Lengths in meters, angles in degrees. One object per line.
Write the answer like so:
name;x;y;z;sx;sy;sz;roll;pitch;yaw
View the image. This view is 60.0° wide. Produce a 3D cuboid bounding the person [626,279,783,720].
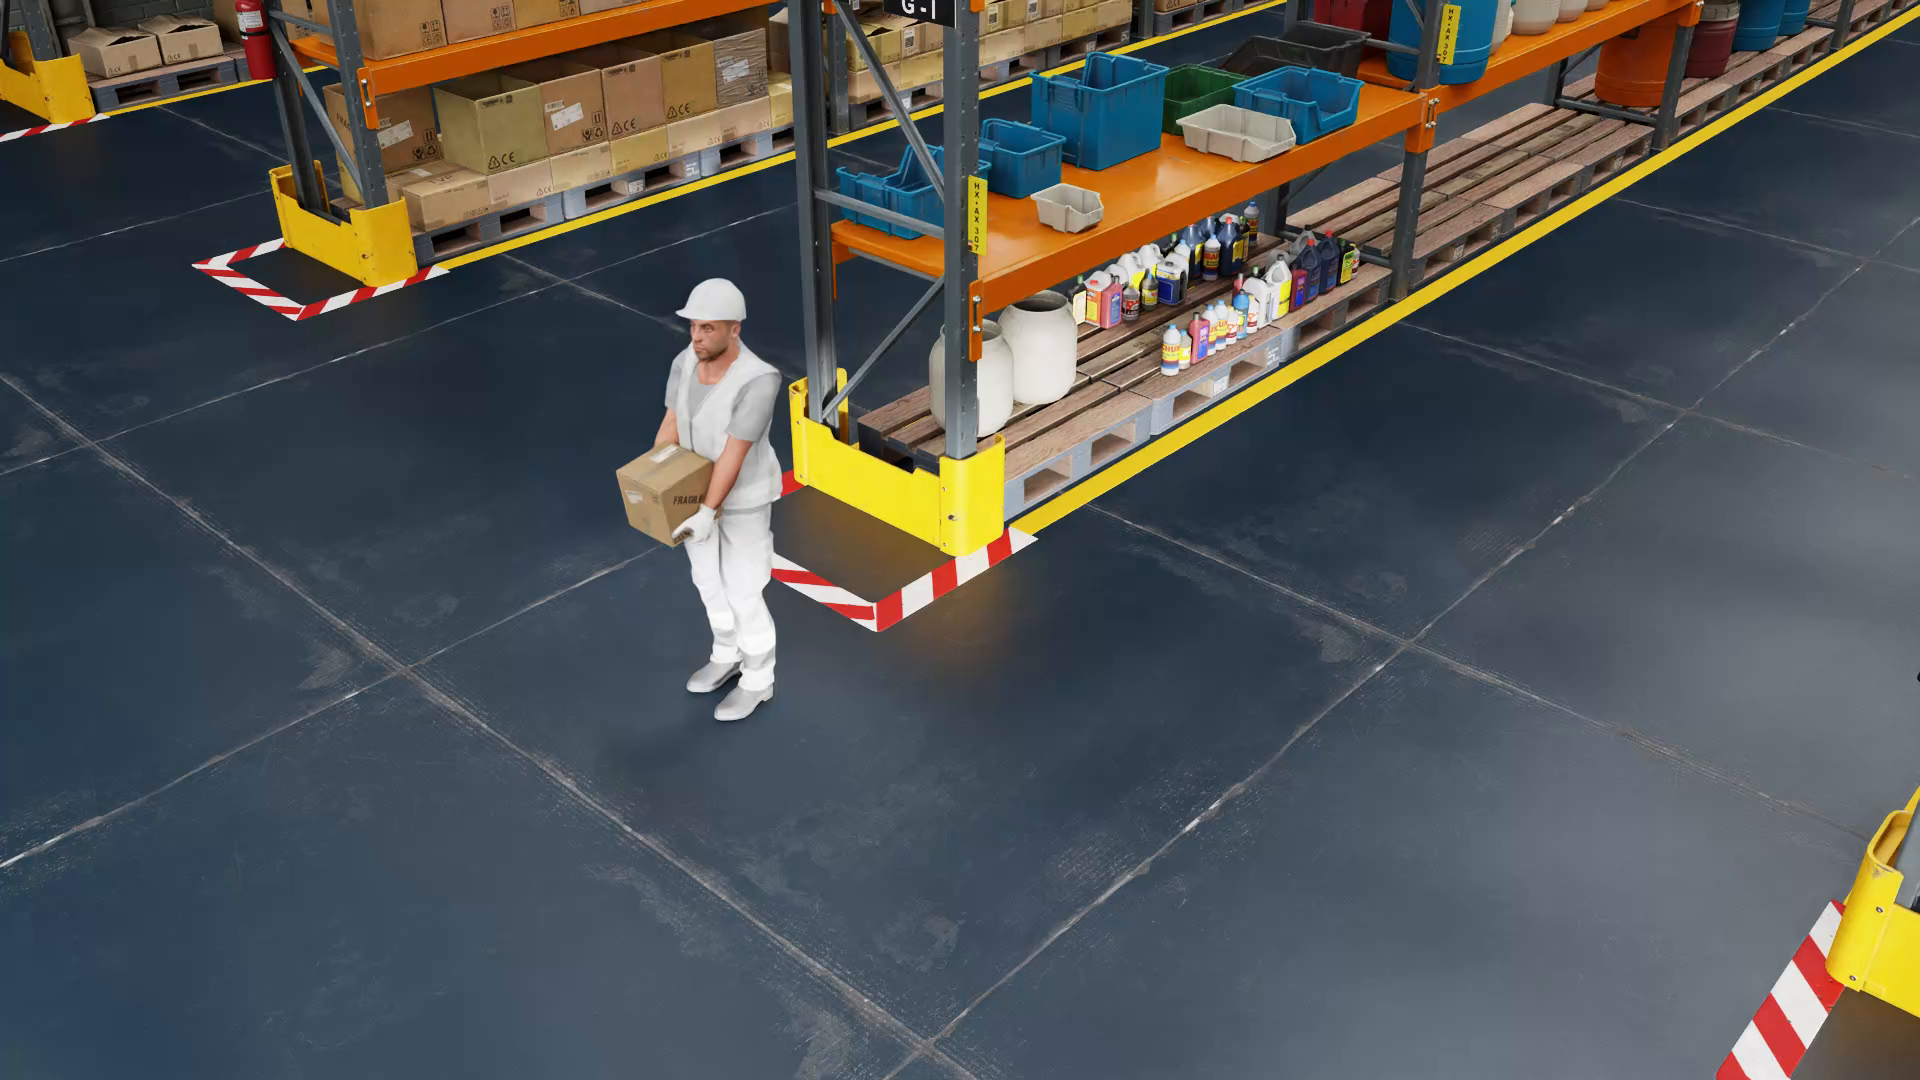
person;-0.946;-0.120;6.309;0.495;1.787;0.563;25;39;35
